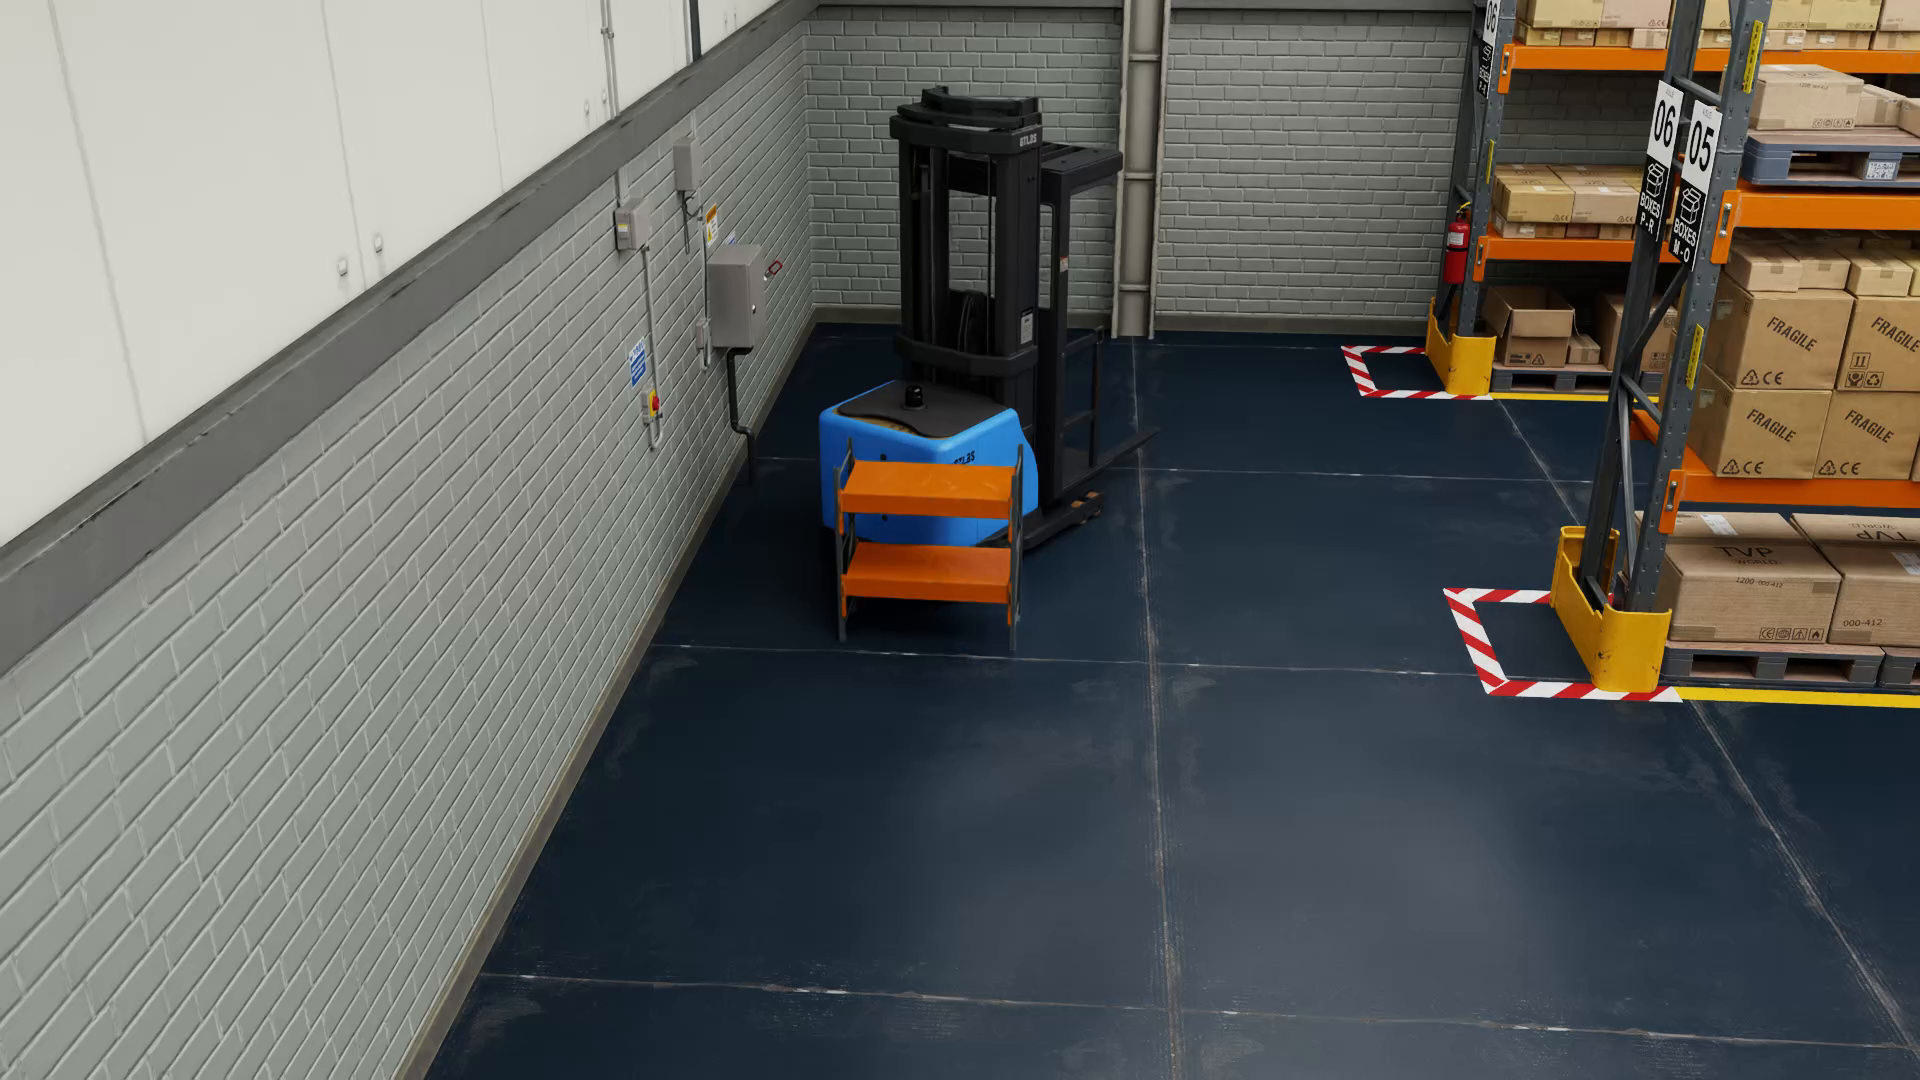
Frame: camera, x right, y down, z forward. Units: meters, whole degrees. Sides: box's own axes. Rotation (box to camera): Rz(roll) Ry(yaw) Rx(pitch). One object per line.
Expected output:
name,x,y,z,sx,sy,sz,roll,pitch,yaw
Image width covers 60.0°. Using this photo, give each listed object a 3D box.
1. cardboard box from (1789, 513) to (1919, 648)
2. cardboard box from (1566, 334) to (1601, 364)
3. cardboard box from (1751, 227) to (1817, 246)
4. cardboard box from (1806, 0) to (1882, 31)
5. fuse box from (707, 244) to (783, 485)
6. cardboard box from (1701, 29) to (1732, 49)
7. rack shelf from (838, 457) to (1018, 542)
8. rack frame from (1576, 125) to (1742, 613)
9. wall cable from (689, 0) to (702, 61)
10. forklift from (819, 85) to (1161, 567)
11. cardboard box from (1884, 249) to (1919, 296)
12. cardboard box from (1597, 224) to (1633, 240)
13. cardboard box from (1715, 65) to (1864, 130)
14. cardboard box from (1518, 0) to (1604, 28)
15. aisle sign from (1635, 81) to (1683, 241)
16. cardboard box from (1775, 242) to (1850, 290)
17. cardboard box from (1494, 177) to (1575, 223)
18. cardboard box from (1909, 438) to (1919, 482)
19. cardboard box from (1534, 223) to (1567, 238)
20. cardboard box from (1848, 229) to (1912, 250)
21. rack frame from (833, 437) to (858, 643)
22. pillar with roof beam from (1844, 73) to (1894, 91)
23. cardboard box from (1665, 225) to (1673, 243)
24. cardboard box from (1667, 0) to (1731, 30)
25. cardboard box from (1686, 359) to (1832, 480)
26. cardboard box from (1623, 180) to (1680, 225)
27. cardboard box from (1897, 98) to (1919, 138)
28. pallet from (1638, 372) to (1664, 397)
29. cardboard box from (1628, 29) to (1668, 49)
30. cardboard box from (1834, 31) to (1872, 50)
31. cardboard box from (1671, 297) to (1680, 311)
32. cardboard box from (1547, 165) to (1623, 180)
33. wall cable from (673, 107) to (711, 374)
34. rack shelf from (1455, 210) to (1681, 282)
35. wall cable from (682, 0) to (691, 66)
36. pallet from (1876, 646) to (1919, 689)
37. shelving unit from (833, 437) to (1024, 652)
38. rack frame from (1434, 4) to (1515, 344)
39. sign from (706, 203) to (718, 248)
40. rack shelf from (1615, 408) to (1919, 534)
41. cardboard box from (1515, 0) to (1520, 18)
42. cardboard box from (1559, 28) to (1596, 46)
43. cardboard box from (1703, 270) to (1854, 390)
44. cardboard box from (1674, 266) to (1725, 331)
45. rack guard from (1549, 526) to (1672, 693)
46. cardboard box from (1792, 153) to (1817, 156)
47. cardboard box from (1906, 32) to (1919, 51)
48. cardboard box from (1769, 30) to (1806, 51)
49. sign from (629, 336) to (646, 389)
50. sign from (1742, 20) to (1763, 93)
cardboard box,5.416,0.233,9.718,0.875,0.438,0.875,2,25,5
cardboard box,5.237,-1.621,14.093,0.250,0.149,0.380,1,25,2
cardboard box,4.466,-1.614,9.077,0.250,0.149,0.380,2,25,5
cardboard box,6.673,-4.060,12.721,0.500,0.250,0.500,2,25,5
fuse box,-1.480,-1.202,11.814,0.414,1.711,0.539,2,25,4
cardboard box,5.785,-3.905,12.859,0.250,0.149,0.380,2,25,3
rack shelf,-0.173,-0.242,9.729,1.000,0.278,0.538,3,25,6
rack frame,3.838,-0.745,9.282,0.127,3.000,1.000,2,25,4
wall cable,-1.544,-5.026,11.362,0.133,3.039,2.988,2,25,4
forklift,0.364,-1.543,11.096,1.130,2.935,3.031,17,30,32
cardboard box,4.951,-1.377,8.563,0.250,0.149,0.380,1,25,2
cardboard box,5.290,-2.559,13.523,0.250,0.149,0.380,3,25,6
cardboard box,4.293,-2.299,8.627,0.500,0.250,0.500,0,25,-1
cardboard box,4.635,-4.116,12.841,0.500,0.250,0.500,2,25,3
aisle sign,3.790,-2.058,9.024,0.004,0.787,0.394,2,25,4
cardboard box,4.437,-1.434,8.687,0.250,0.149,0.380,2,25,5
cardboard box,4.646,-2.754,13.471,0.500,0.250,0.500,2,25,4
cardboard box,5.306,-0.627,8.906,0.500,0.500,0.500,2,25,4
cardboard box,4.778,-2.586,13.583,0.250,0.149,0.380,2,25,5
cardboard box,4.978,-1.615,9.080,0.250,0.149,0.380,2,25,5
rack frame,-0.678,0.001,9.902,0.032,1.125,0.500,3,25,6
pillar with roof beam,7.247,-4.015,9.211,0.400,9.000,9.100,2,25,4
cardboard box,5.801,-2.513,13.424,0.250,0.149,0.380,1,25,2
cardboard box,5.653,-4.087,12.778,0.500,0.250,0.500,1,25,2
cardboard box,4.294,-0.656,8.967,0.500,0.500,0.500,2,25,4
cardboard box,5.654,-2.724,13.404,0.500,0.250,0.500,1,25,3
cardboard box,4.905,-2.099,8.314,0.250,0.149,0.380,3,25,6
pallet,6.298,-1.480,14.214,1.213,0.211,1.003,2,25,4
cardboard box,5.272,-3.892,12.832,0.250,0.149,0.380,2,25,5
cardboard box,6.801,-3.875,12.795,0.250,0.149,0.380,3,25,6
cardboard box,6.185,-1.708,13.862,0.500,0.500,0.500,2,25,5
cardboard box,5.207,-2.960,13.918,0.500,0.250,0.500,2,25,4
wall cable,-1.689,-1.969,10.726,0.122,1.984,0.588,2,25,4
rack shelf,6.208,-2.423,13.789,4.000,0.370,1.077,2,25,4
wall cable,-1.795,-3.849,8.849,0.029,3.000,2.355,2,25,4
pallet,5.854,0.555,9.792,1.213,0.211,1.003,2,25,4
shelving unit,-0.173,0.024,9.852,1.048,1.125,0.538,3,25,6
rack frame,4.214,-2.814,13.778,0.127,3.000,1.000,2,25,4
sign,-1.691,-2.146,11.337,0.001,0.242,0.339,2,25,4
rack shelf,5.832,-0.355,9.293,4.000,0.370,1.077,2,25,4
cardboard box,4.678,-4.343,13.335,0.500,0.250,0.500,1,25,3
cardboard box,4.777,-3.958,12.976,0.250,0.149,0.380,2,25,5
cardboard box,4.294,-1.111,8.760,0.500,0.500,0.500,1,25,3
cardboard box,4.337,-1.329,9.234,0.500,0.500,0.500,3,25,6
rack guard,3.814,0.389,9.806,0.348,0.500,1.175,2,25,4
cardboard box,6.738,-3.253,13.657,0.500,0.500,0.500,1,25,3
cardboard box,7.310,-3.845,12.729,0.250,0.149,0.380,3,25,6
cardboard box,6.284,-3.860,12.763,0.250,0.149,0.380,2,25,5
sign,-1.851,-1.021,9.557,0.001,0.218,0.327,2,25,4
sign,3.789,-2.310,7.953,0.005,0.325,0.100,2,25,4
